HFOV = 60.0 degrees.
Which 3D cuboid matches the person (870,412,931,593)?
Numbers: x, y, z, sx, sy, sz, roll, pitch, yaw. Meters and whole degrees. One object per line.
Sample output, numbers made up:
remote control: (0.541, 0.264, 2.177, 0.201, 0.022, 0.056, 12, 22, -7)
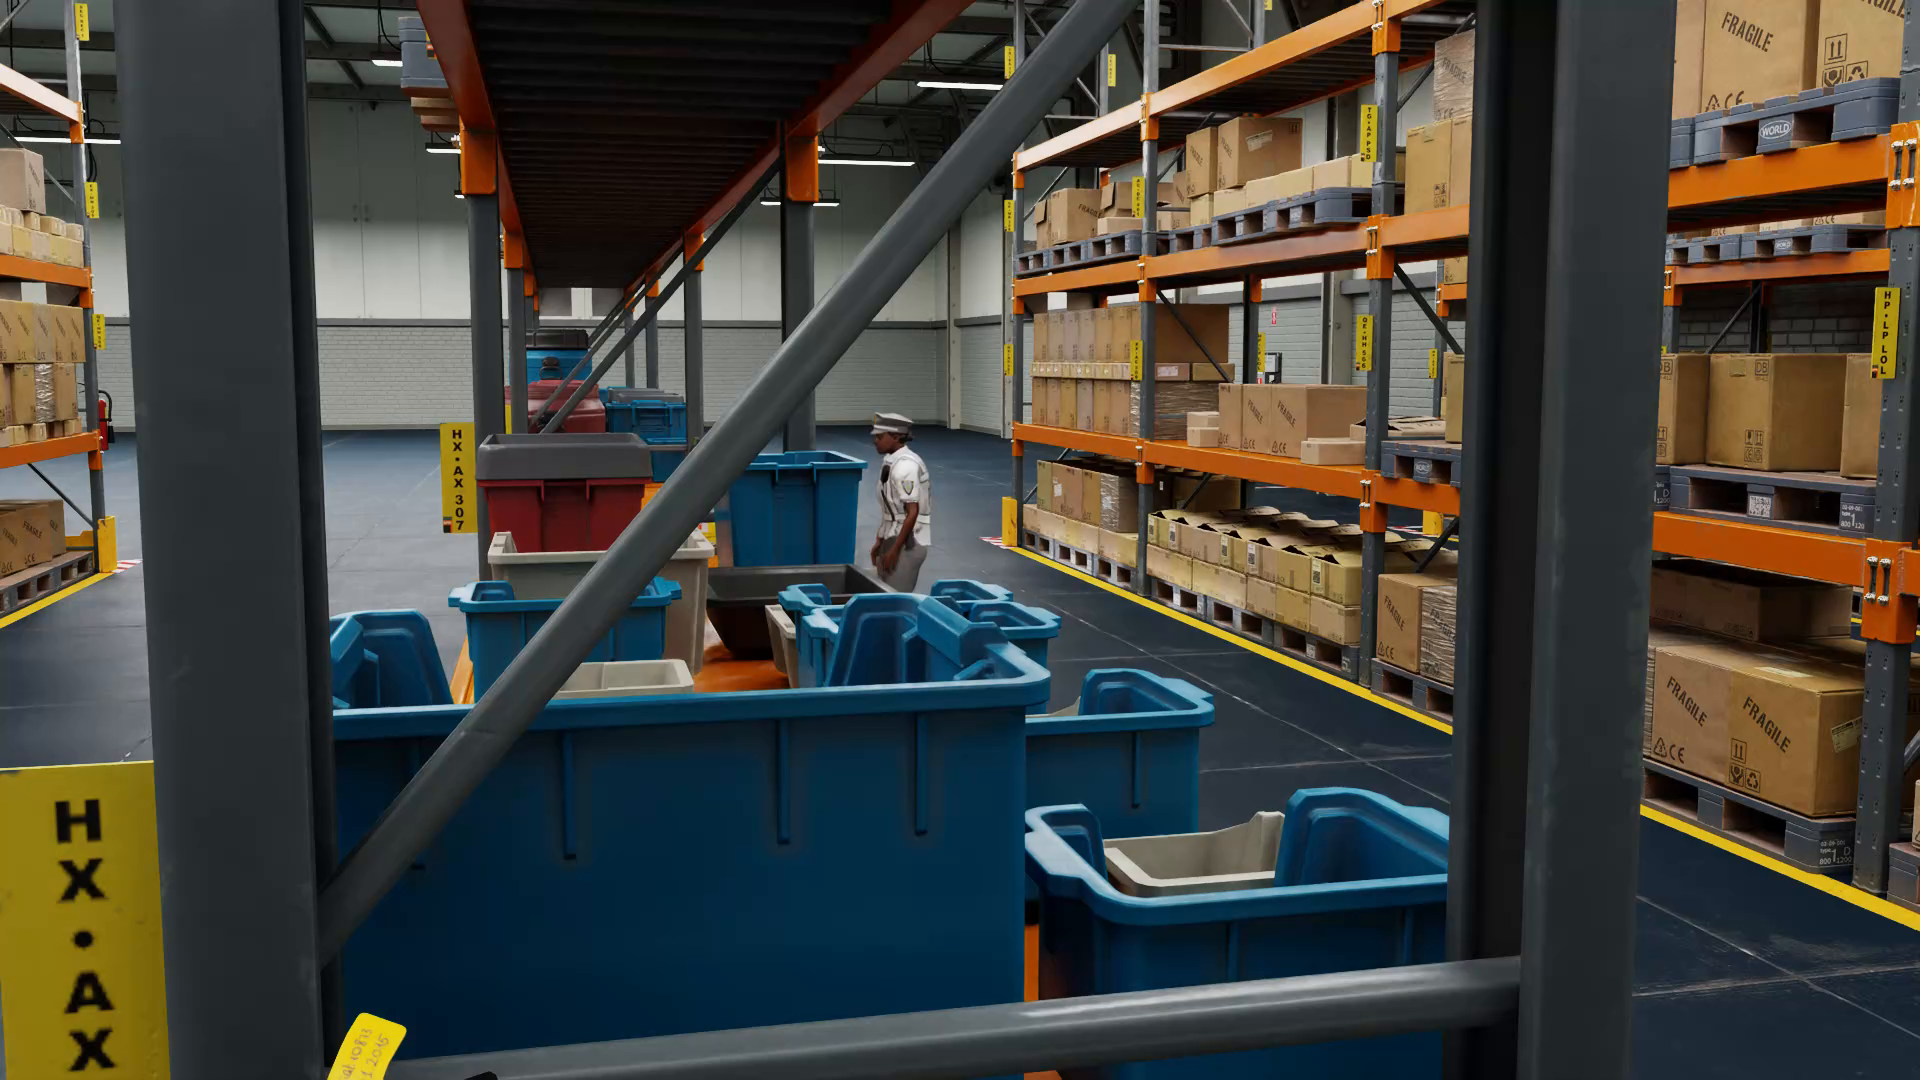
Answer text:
person: (-0.399, 0.054, 10.149, 0.423, 1.668, 0.495, -2, 6, -15)
